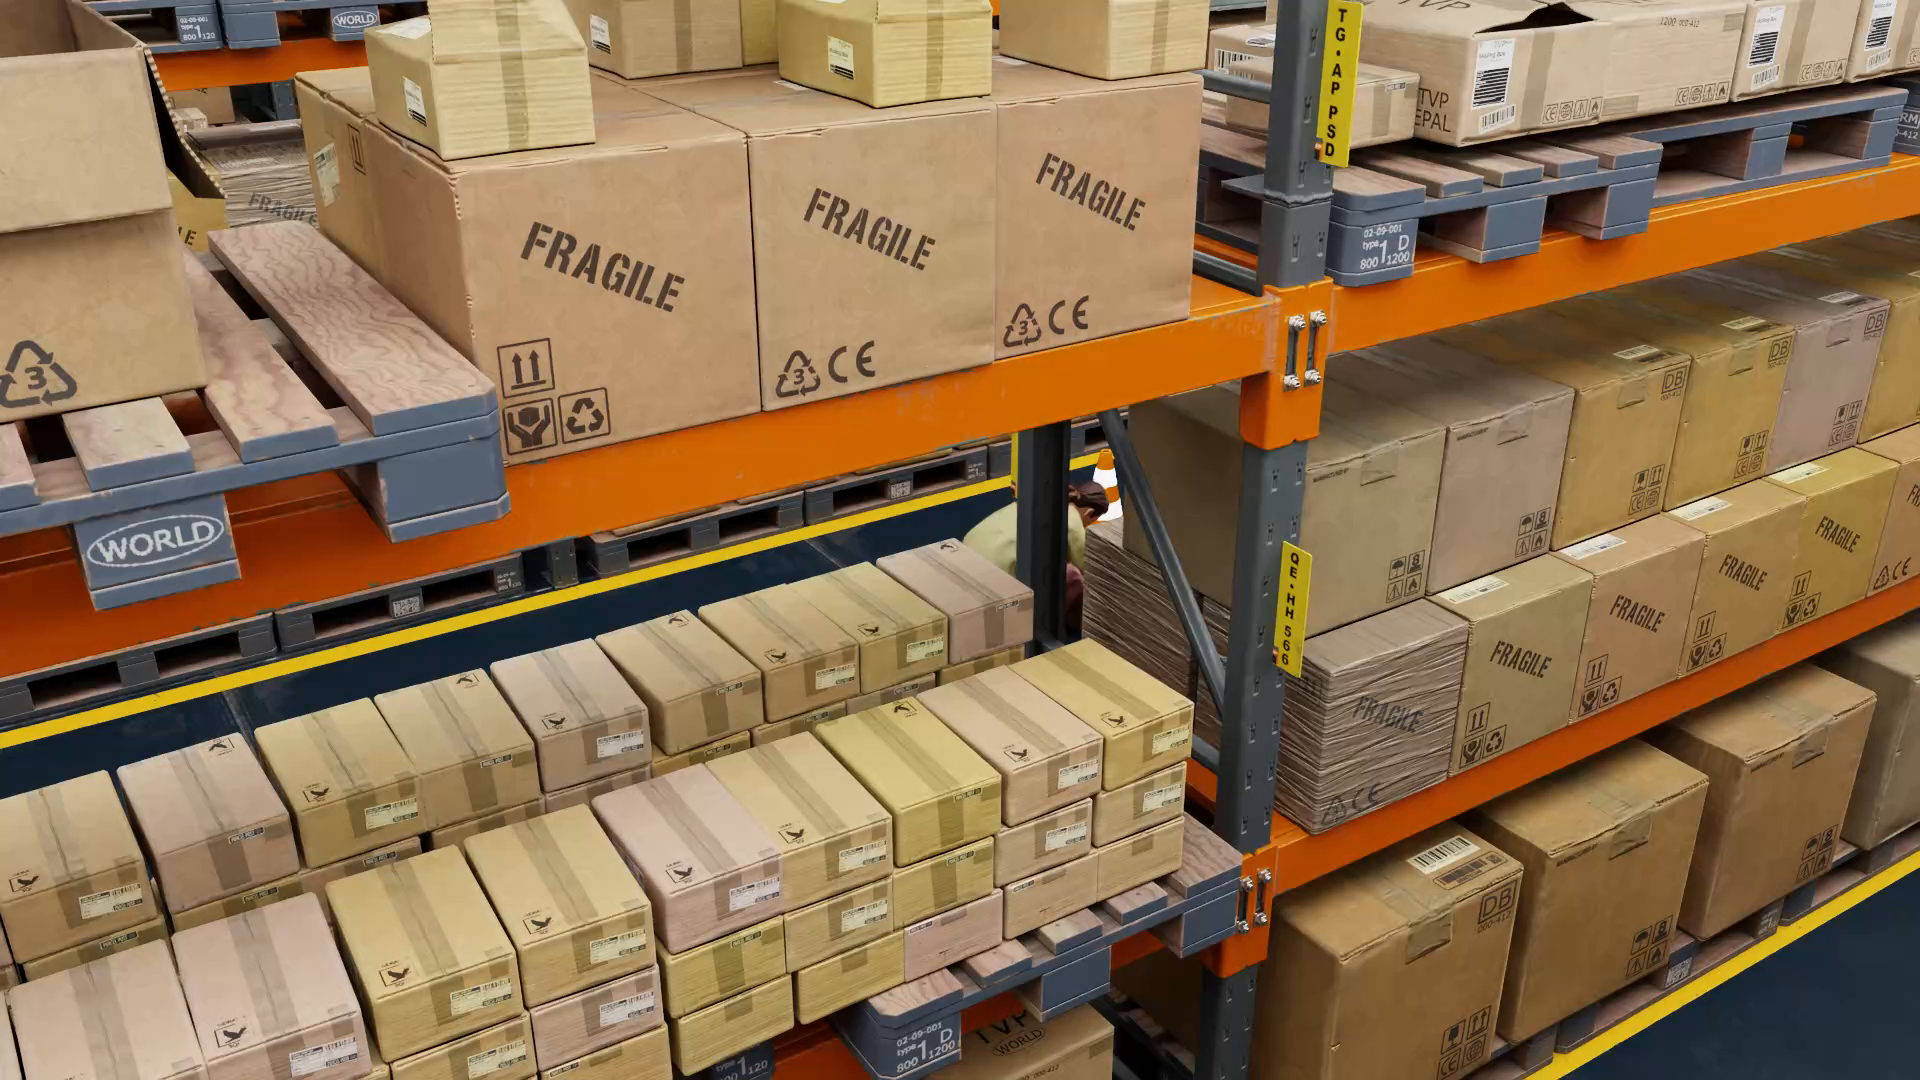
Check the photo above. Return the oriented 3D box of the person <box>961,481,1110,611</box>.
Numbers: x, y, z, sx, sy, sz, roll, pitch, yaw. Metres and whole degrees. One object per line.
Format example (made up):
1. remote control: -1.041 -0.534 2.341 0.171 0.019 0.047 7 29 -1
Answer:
1. person: 0.373 0.120 7.971 0.859 0.762 0.458 -16 30 -31
